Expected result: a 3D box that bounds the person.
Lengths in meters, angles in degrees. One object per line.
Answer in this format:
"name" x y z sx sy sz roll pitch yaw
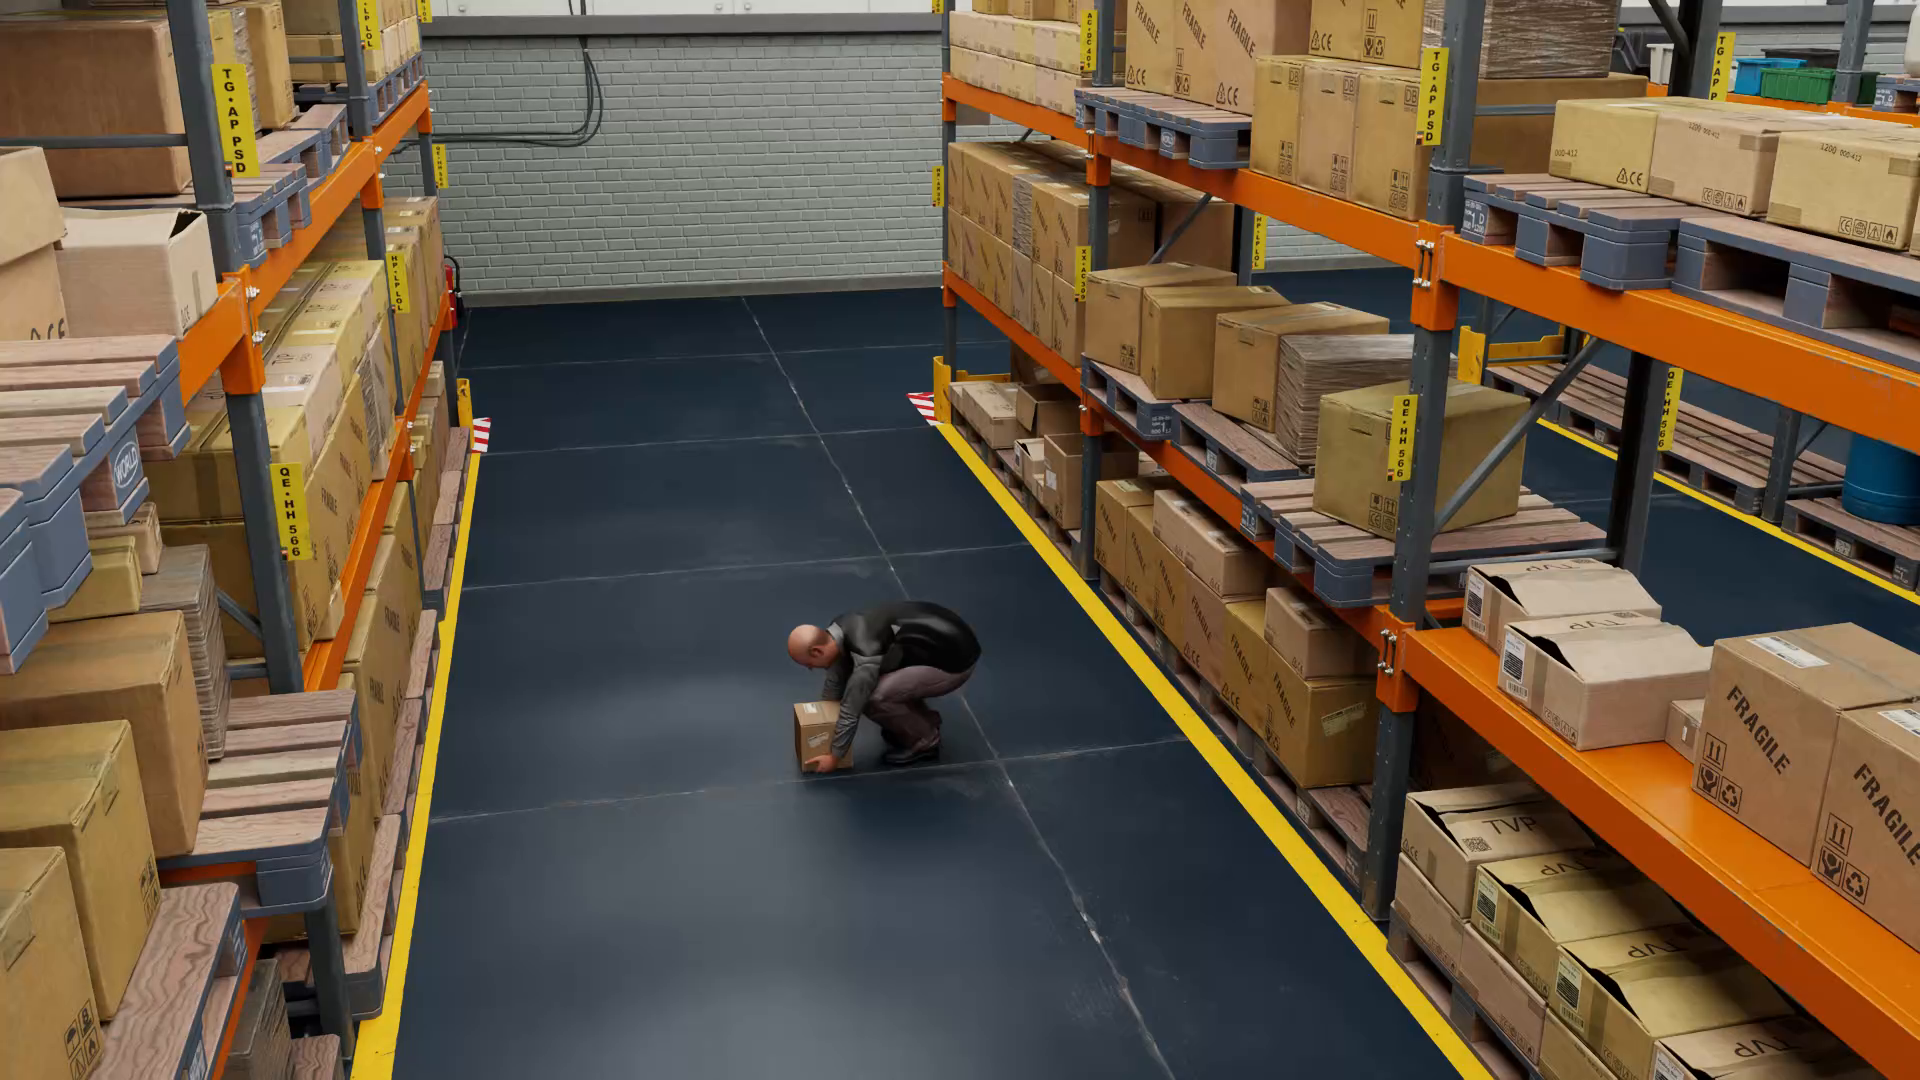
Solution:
"person" -0.371 0.685 8.100 0.944 0.805 0.504 -5 20 -14
